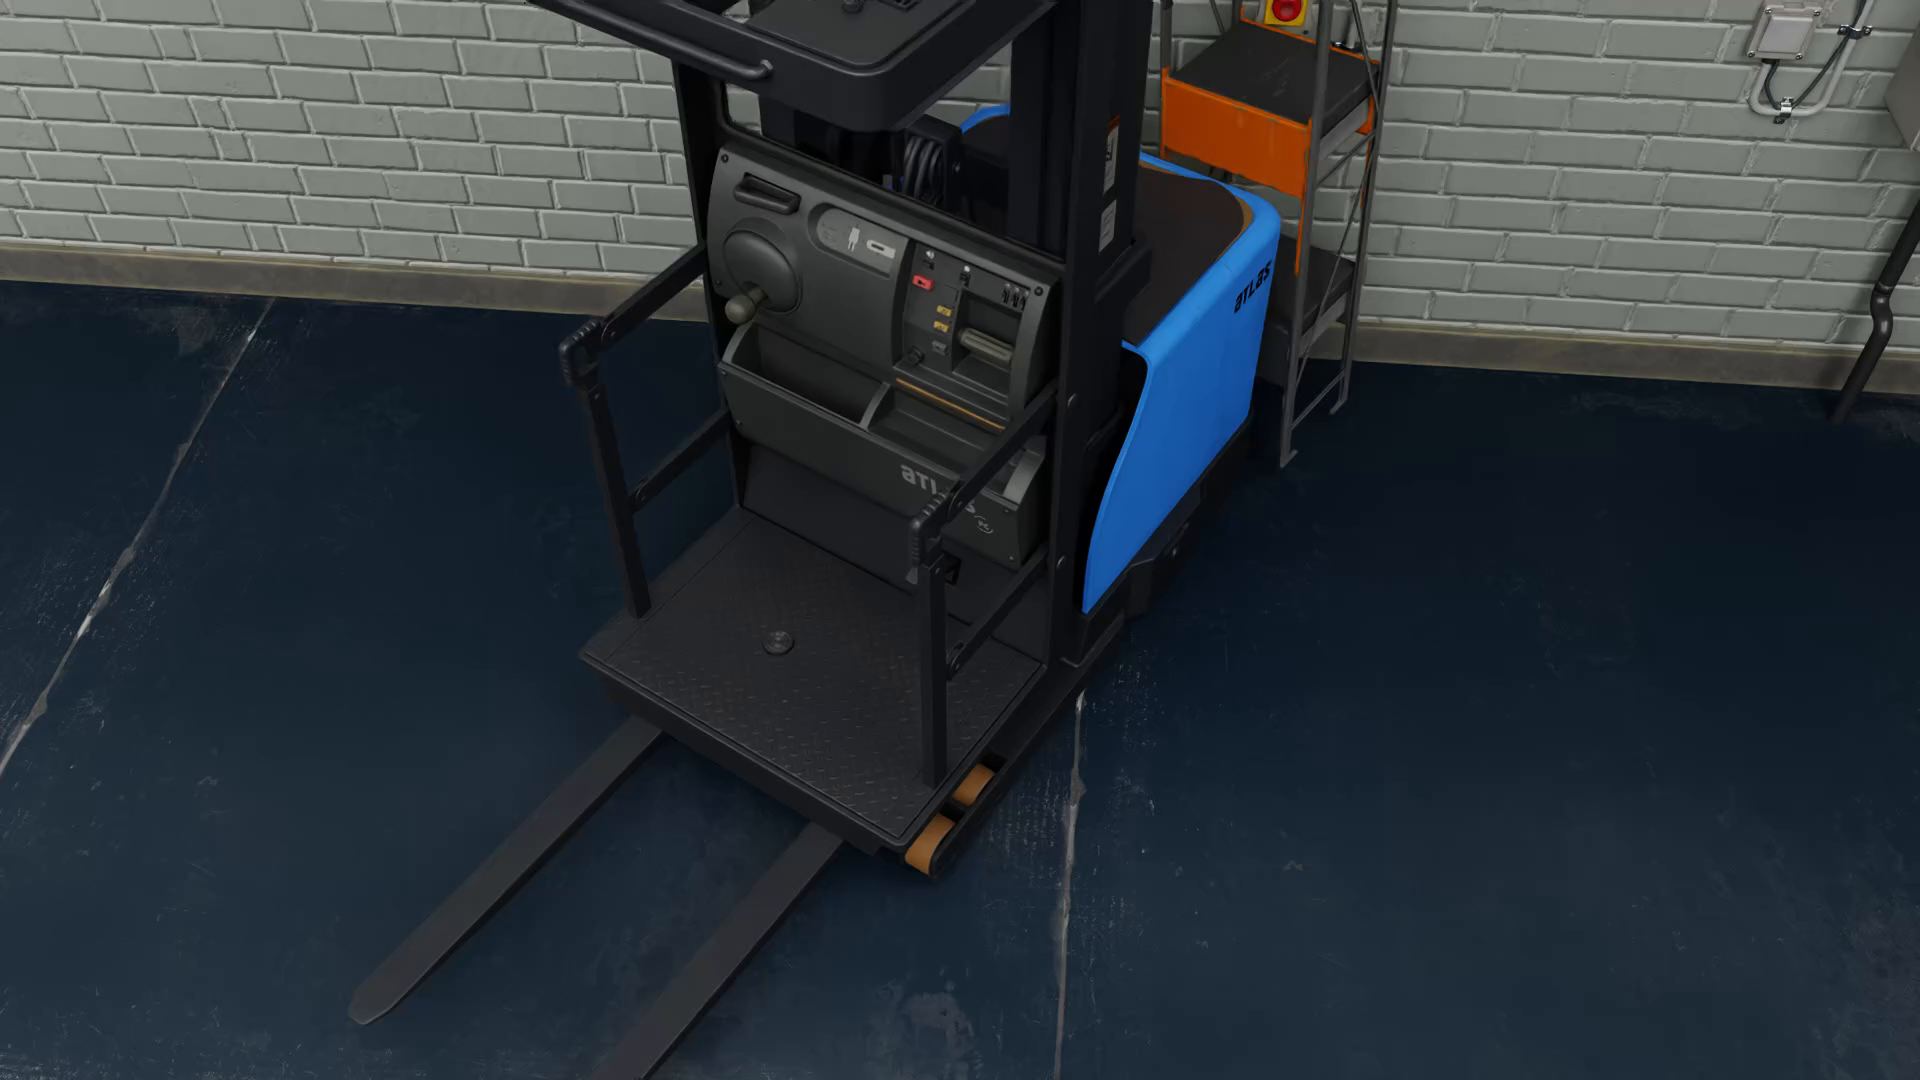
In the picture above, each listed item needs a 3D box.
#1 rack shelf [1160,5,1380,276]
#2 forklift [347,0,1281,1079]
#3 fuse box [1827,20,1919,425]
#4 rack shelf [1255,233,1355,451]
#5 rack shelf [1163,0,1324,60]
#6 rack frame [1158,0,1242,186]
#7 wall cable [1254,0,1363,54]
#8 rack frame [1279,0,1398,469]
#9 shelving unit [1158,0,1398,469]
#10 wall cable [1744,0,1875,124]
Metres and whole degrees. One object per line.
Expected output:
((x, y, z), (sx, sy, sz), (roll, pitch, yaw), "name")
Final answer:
((0.899, -1.163, 4.833), (0.480, 0.518, 0.431), (29, 56, 28), "rack shelf")
((-0.324, -0.507, 3.727), (1.130, 2.935, 3.031), (27, 53, 22), "forklift")
((2.988, -0.963, 4.971), (0.539, 1.711, 0.414), (4, 48, 4), "fuse box")
((0.950, -0.685, 5.342), (0.480, 0.518, 0.431), (29, 56, 28), "rack shelf")
((0.848, -1.641, 4.324), (0.480, 0.518, 0.431), (29, 56, 28), "rack shelf")
((0.710, -1.276, 4.939), (0.015, 2.100, 0.400), (29, 56, 28), "rack frame")
((0.909, -2.000, 4.337), (0.585, 1.953, 0.123), (4, 48, 4), "wall cable")
((1.087, -1.069, 4.707), (0.015, 2.100, 0.400), (29, 56, 28), "rack frame")
((0.898, -1.173, 4.823), (0.503, 2.100, 0.431), (29, 56, 28), "shelving unit")
((2.322, -1.903, 4.269), (0.588, 1.984, 0.122), (4, 48, 4), "wall cable")
